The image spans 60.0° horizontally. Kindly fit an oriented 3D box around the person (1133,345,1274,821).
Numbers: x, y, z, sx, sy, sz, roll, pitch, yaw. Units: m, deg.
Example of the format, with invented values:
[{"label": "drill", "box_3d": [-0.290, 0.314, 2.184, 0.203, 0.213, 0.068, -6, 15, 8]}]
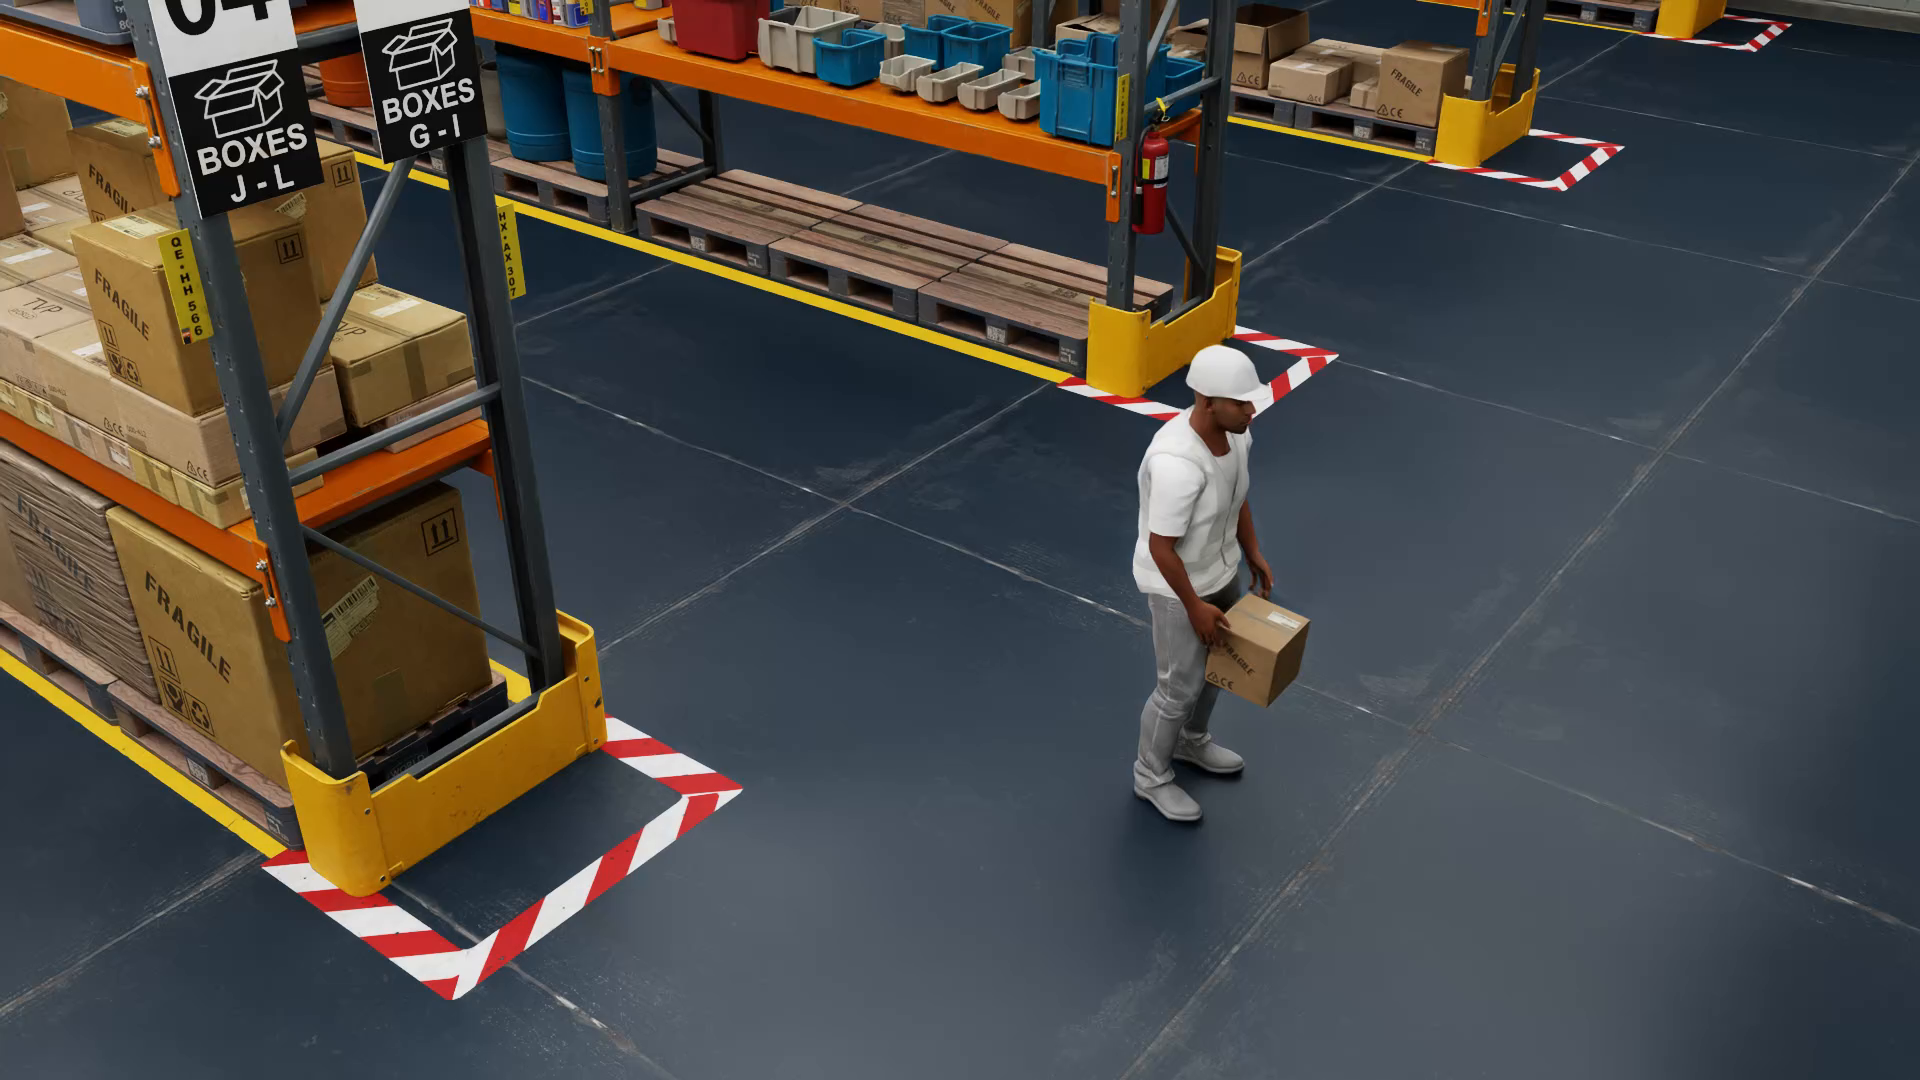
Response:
[{"label": "person", "box_3d": [0.845, 0.134, 5.884, 0.434, 1.767, 0.580, 20, 36, 30]}]
